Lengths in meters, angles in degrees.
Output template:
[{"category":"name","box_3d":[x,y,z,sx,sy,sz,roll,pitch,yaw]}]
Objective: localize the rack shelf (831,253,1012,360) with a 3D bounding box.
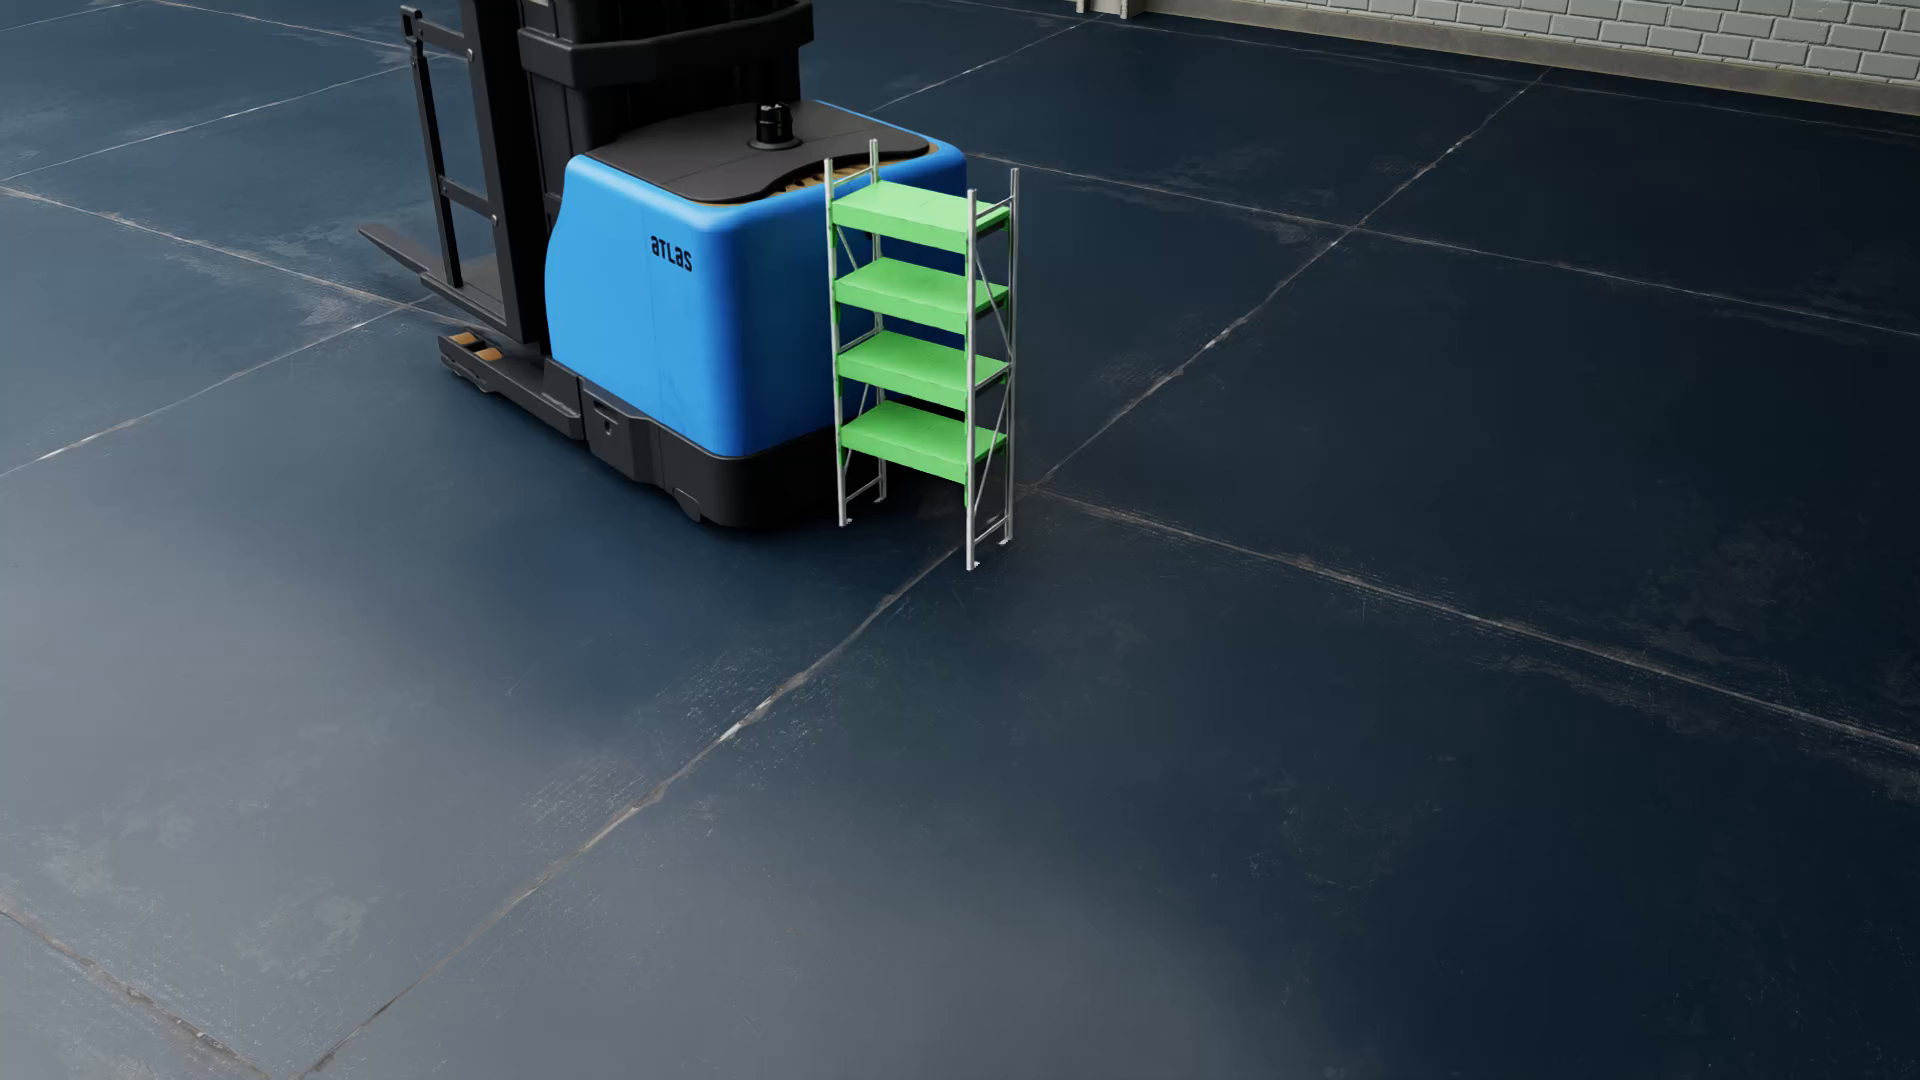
[{"category":"rack shelf","box_3d":[-0.110,-0.693,4.898,0.480,0.148,0.258,18,35,29]}]

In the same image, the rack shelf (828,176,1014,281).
[{"category":"rack shelf","box_3d":[-0.110,-0.901,4.777,0.480,0.148,0.258,18,35,29]}]

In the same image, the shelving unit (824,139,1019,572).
[{"category":"shelving unit","box_3d":[-0.110,-0.541,4.987,0.503,1.200,0.258,18,35,29]}]

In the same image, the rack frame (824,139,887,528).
[{"category":"rack frame","box_3d":[-0.314,-0.609,5.104,0.015,1.200,0.240,18,35,29]}]

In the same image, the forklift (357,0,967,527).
[{"category":"forklift","box_3d":[-1.321,-1.964,5.708,1.130,2.935,3.031,-24,38,-35]}]

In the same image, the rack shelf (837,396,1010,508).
[{"category":"rack shelf","box_3d":[-0.110,-0.279,5.140,0.480,0.148,0.258,18,35,29]}]

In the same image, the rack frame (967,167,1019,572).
[{"category":"rack frame","box_3d":[0.093,-0.473,4.870,0.015,1.200,0.240,18,35,29]}]

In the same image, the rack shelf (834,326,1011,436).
[{"category":"rack shelf","box_3d":[-0.110,-0.486,5.019,0.480,0.148,0.258,18,35,29]}]

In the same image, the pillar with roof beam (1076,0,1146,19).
[{"category":"pillar with roof beam","box_3d":[-1.235,-5.722,6.128,0.400,9.000,9.100,18,35,27]}]
